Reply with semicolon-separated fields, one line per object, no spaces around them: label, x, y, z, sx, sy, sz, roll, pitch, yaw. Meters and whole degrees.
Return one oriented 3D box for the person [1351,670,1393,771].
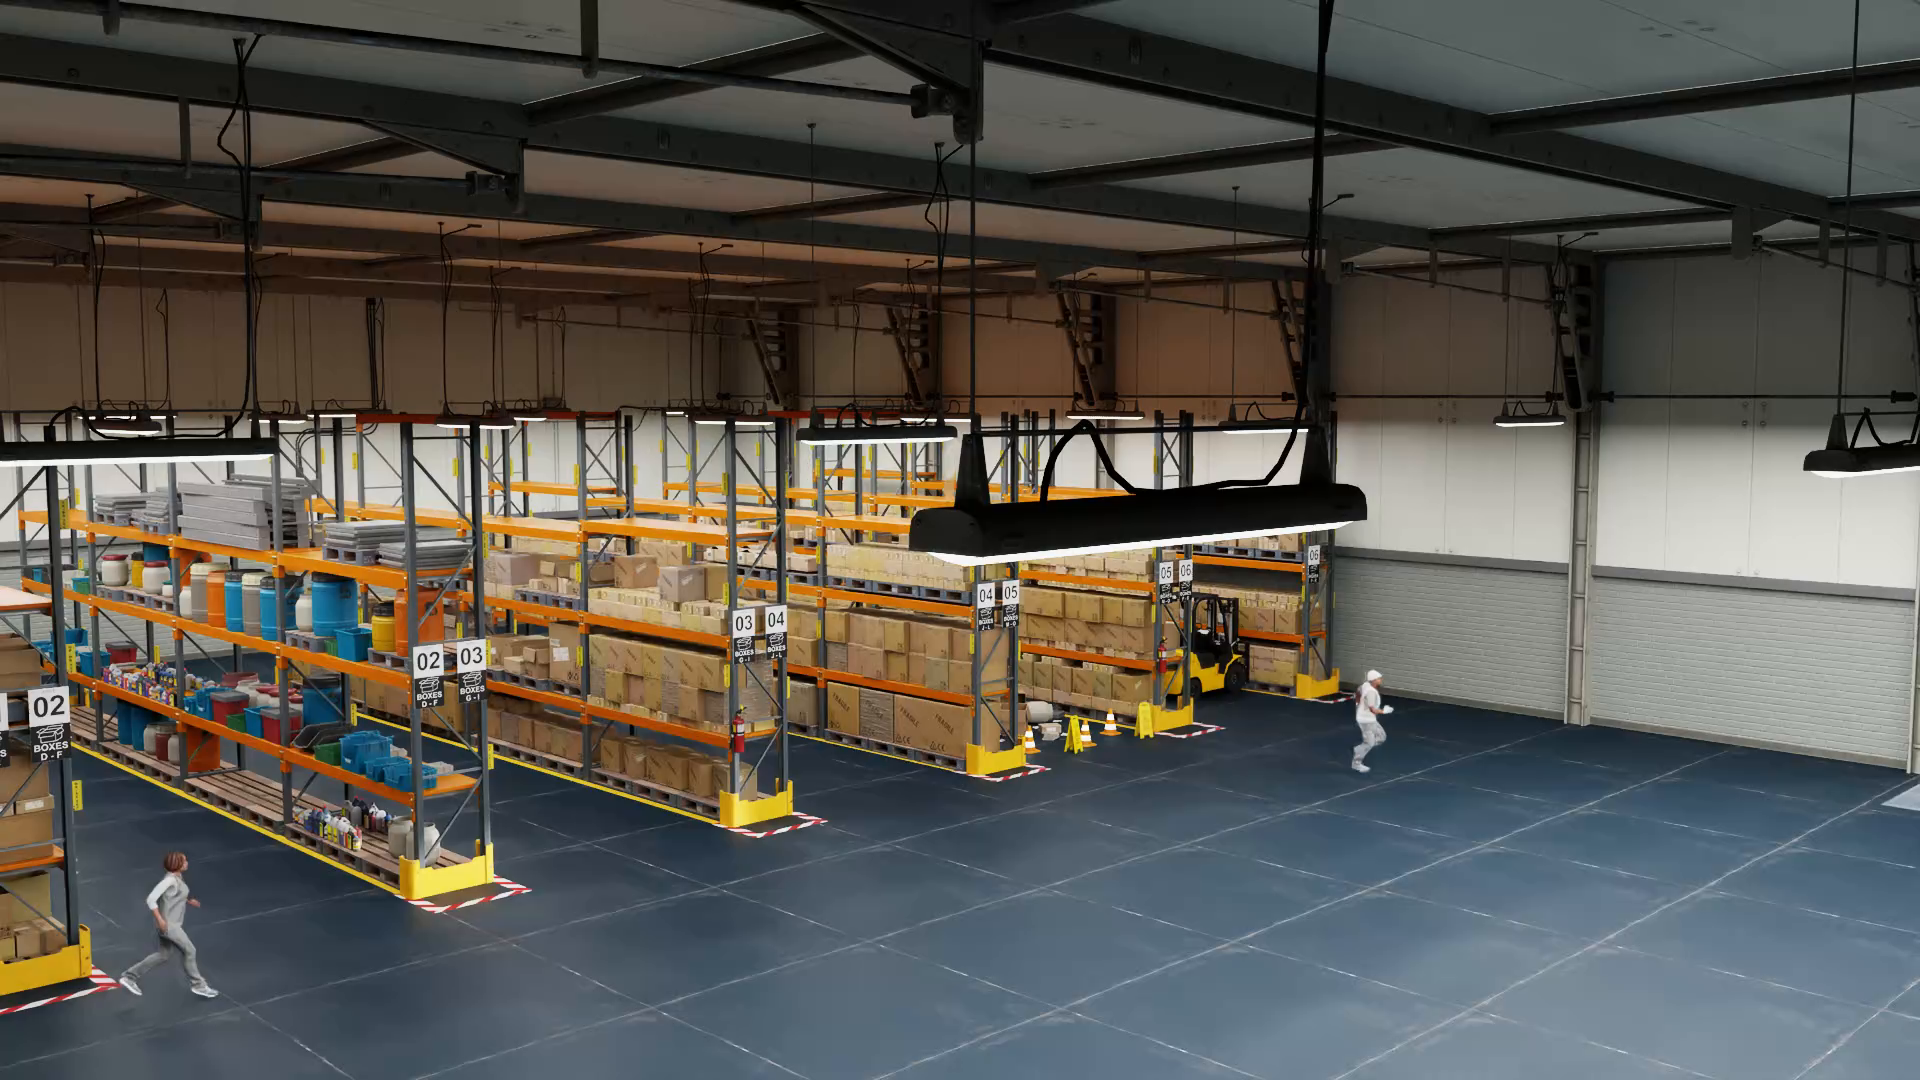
person;6.933;3.035;27.953;0.659;1.724;0.730;1;5;12

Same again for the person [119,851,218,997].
person;-8.259;4.033;17.307;0.928;1.597;0.557;-2;5;-21

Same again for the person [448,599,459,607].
person;-11.911;2.058;39.112;0.689;1.758;0.772;1;5;16

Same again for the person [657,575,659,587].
person;-8.090;1.607;44.016;0.995;1.725;0.672;-1;5;-14
